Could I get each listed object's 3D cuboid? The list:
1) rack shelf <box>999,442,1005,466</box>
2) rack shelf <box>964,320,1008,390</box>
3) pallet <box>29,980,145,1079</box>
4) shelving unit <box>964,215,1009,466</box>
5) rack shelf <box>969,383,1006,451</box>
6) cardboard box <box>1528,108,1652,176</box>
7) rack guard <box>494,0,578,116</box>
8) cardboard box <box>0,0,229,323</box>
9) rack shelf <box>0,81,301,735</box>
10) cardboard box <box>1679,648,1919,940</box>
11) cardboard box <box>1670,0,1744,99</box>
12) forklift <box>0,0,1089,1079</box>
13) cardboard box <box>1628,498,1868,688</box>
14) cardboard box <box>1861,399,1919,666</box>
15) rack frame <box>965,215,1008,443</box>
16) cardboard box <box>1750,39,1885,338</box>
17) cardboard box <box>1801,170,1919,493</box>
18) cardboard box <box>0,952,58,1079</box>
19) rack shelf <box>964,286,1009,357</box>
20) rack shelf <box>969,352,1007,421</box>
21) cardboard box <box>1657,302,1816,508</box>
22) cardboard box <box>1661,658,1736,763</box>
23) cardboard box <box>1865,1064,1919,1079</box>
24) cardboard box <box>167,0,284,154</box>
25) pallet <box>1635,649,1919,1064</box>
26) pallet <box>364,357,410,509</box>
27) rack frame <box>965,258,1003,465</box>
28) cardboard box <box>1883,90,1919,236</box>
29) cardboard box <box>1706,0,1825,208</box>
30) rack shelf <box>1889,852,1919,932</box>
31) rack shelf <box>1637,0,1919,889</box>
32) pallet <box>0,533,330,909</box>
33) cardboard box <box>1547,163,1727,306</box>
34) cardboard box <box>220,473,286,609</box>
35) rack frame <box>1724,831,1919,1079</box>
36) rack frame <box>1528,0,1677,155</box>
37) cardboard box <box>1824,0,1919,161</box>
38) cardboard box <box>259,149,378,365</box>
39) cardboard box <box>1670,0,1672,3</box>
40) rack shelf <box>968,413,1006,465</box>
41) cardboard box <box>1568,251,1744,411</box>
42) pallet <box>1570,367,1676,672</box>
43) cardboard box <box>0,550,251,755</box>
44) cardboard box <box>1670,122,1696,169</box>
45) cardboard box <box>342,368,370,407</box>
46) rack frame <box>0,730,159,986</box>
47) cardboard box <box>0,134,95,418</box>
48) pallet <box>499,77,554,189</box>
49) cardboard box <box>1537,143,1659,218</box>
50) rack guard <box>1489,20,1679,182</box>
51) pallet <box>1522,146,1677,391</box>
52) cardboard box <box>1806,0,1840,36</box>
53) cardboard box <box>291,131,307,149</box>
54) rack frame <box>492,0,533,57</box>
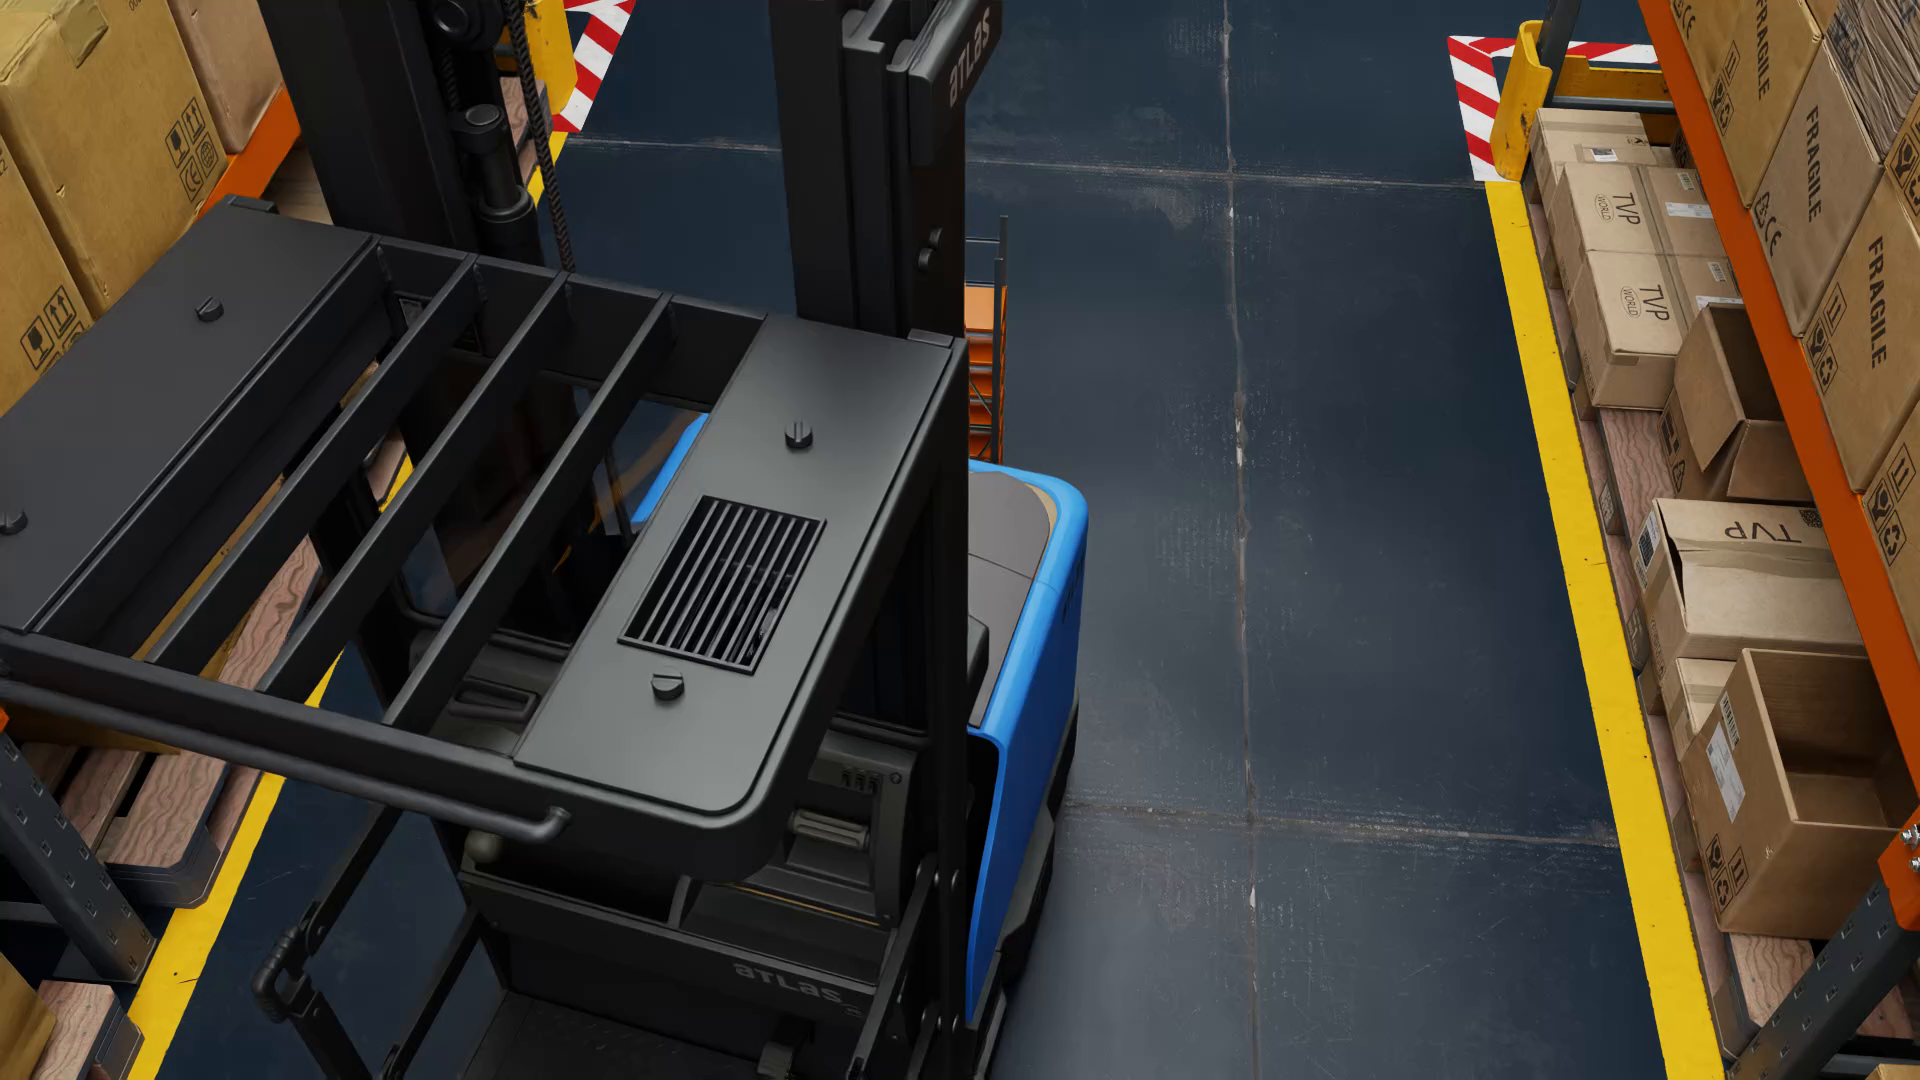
[{"bbox_3d":[-0.001,-0.202,5.007,0.258,0.103,0.180,4,48,4],"label":"rack shelf"},{"bbox_3d":[-0.001,-0.526,4.653,0.258,0.103,0.180,4,48,4],"label":"rack shelf"},{"bbox_3d":[-2.571,1.552,3.687,1.003,0.211,1.213,4,48,4],"label":"pallet"},{"bbox_3d":[-0.001,-0.394,4.798,0.258,1.200,0.189,4,48,4],"label":"shelving unit"},{"bbox_3d":[-0.001,-0.364,4.830,0.258,0.103,0.180,4,48,4],"label":"rack shelf"},{"bbox_3d":[2.342,-1.472,6.197,0.380,0.149,0.250,4,48,4],"label":"cardboard box"},{"bbox_3d":[-2.209,-2.074,6.808,1.175,0.500,0.348,4,48,4],"label":"rack guard"},{"bbox_3d":[-2.438,-0.996,3.925,0.980,0.700,0.700,3,48,3],"label":"cardboard box"},{"bbox_3d":[-2.393,-1.188,4.791,1.077,0.370,4.000,4,48,4],"label":"rack shelf"},{"bbox_3d":[2.128,0.627,4.040,0.500,0.500,0.500,4,48,4],"label":"cardboard box"},{"bbox_3d":[2.329,-1.547,4.565,0.500,0.500,0.500,4,48,3],"label":"cardboard box"},{"bbox_3d":[-0.594,0.540,2.770,1.130,2.935,3.031,13,49,11],"label":"forklift"},{"bbox_3d":[2.196,0.139,4.614,0.500,0.311,0.500,4,48,4],"label":"cardboard box"},{"bbox_3d":[2.148,-0.049,3.194,0.500,0.500,0.500,5,48,4],"label":"cardboard box"},{"bbox_3d":[0.007,-0.462,4.859,0.240,1.200,0.006,4,48,4],"label":"rack frame"},{"bbox_3d":[2.238,-0.806,3.886,0.500,0.500,0.500,5,48,4],"label":"cardboard box"},{"bbox_3d":[2.194,-0.428,3.541,0.500,0.500,0.500,5,48,5],"label":"cardboard box"},{"bbox_3d":[-2.505,1.109,3.375,0.750,0.750,0.750,4,48,4],"label":"cardboard box"},{"bbox_3d":[-0.001,-0.607,4.565,0.258,0.103,0.180,4,48,4],"label":"rack shelf"},{"bbox_3d":[-0.001,-0.445,4.742,0.258,0.103,0.180,4,48,4],"label":"rack shelf"},{"bbox_3d":[2.524,-0.317,4.901,0.797,0.503,0.637,4,48,4],"label":"cardboard box"},{"bbox_3d":[2.102,0.466,4.425,0.380,0.149,0.250,4,48,4],"label":"cardboard box"},{"bbox_3d":[2.071,1.404,3.329,0.500,0.500,0.500,2,48,2],"label":"cardboard box"},{"bbox_3d":[-2.381,-1.531,4.414,0.980,0.700,0.700,2,48,2],"label":"cardboard box"},{"bbox_3d":[2.422,0.806,4.370,1.003,0.211,1.213,4,48,4],"label":"pallet"},{"bbox_3d":[-2.319,-0.472,5.539,1.003,0.211,1.213,4,48,4],"label":"pallet"},{"bbox_3d":[-0.010,-0.327,4.736,0.240,1.200,0.006,4,48,4],"label":"rack frame"},{"bbox_3d":[2.190,-0.767,3.174,0.500,0.500,0.500,3,48,3],"label":"cardboard box"},{"bbox_3d":[2.282,-1.180,4.229,0.500,0.500,0.500,4,48,4],"label":"cardboard box"},{"bbox_3d":[2.176,2.082,1.801,1.077,0.370,4.000,4,48,4],"label":"rack shelf"},{"bbox_3d":[2.540,-0.858,4.489,1.077,0.370,4.000,4,48,4],"label":"rack shelf"},{"bbox_3d":[-2.428,0.427,4.717,1.003,0.211,1.213,4,48,4],"label":"pallet"},{"bbox_3d":[2.345,-1.043,5.736,0.500,0.250,0.500,4,48,4],"label":"cardboard box"},{"bbox_3d":[-2.356,-0.171,4.783,0.700,0.500,0.500,3,48,3],"label":"cardboard box"},{"bbox_3d":[2.358,0.369,2.879,1.000,3.000,0.127,4,48,4],"label":"rack frame"},{"bbox_3d":[2.723,-2.570,5.568,1.000,3.000,0.127,4,48,4],"label":"rack frame"},{"bbox_3d":[2.236,-1.138,3.512,0.500,0.500,0.500,4,48,4],"label":"cardboard box"},{"bbox_3d":[-2.266,-0.940,5.486,0.700,0.500,0.500,2,48,2],"label":"cardboard box"},{"bbox_3d":[2.378,-1.916,4.902,0.500,0.500,0.500,3,48,3],"label":"cardboard box"},{"bbox_3d":[-0.001,-0.283,4.919,0.258,0.103,0.180,4,48,4],"label":"rack shelf"},{"bbox_3d":[2.299,-0.675,5.400,0.500,0.250,0.500,4,48,4],"label":"cardboard box"},{"bbox_3d":[2.530,-0.093,5.192,1.003,0.211,1.213,4,48,4],"label":"pallet"},{"bbox_3d":[-2.405,0.198,4.445,0.700,0.500,0.500,4,48,4],"label":"cardboard box"},{"bbox_3d":[2.918,-1.459,5.947,0.500,0.500,0.500,4,48,4],"label":"cardboard box"},{"bbox_3d":[-2.307,-0.548,5.128,0.700,0.500,0.500,5,48,4],"label":"cardboard box"},{"bbox_3d":[-2.575,0.039,3.182,1.000,3.000,0.127,4,48,4],"label":"rack frame"},{"bbox_3d":[-2.510,-0.460,3.434,0.980,0.700,0.700,5,48,4],"label":"cardboard box"},{"bbox_3d":[-2.206,-1.366,6.357,1.003,0.211,1.213,4,48,4],"label":"pallet"},{"bbox_3d":[2.319,-1.294,6.023,0.380,0.166,0.250,4,48,4],"label":"cardboard box"},{"bbox_3d":[2.716,-1.670,6.439,1.175,0.500,0.348,4,48,4],"label":"rack guard"},{"bbox_3d":[2.644,-0.987,6.010,1.003,0.211,1.213,4,48,4],"label":"pallet"},{"bbox_3d":[2.284,-1.508,3.851,0.500,0.500,0.500,3,48,3],"label":"cardboard box"},{"bbox_3d":[-2.220,-1.310,5.824,0.700,0.500,0.500,4,48,3],"label":"cardboard box"},{"bbox_3d":[-2.211,-2.900,5.870,1.000,3.000,0.127,4,48,4],"label":"rack frame"}]
